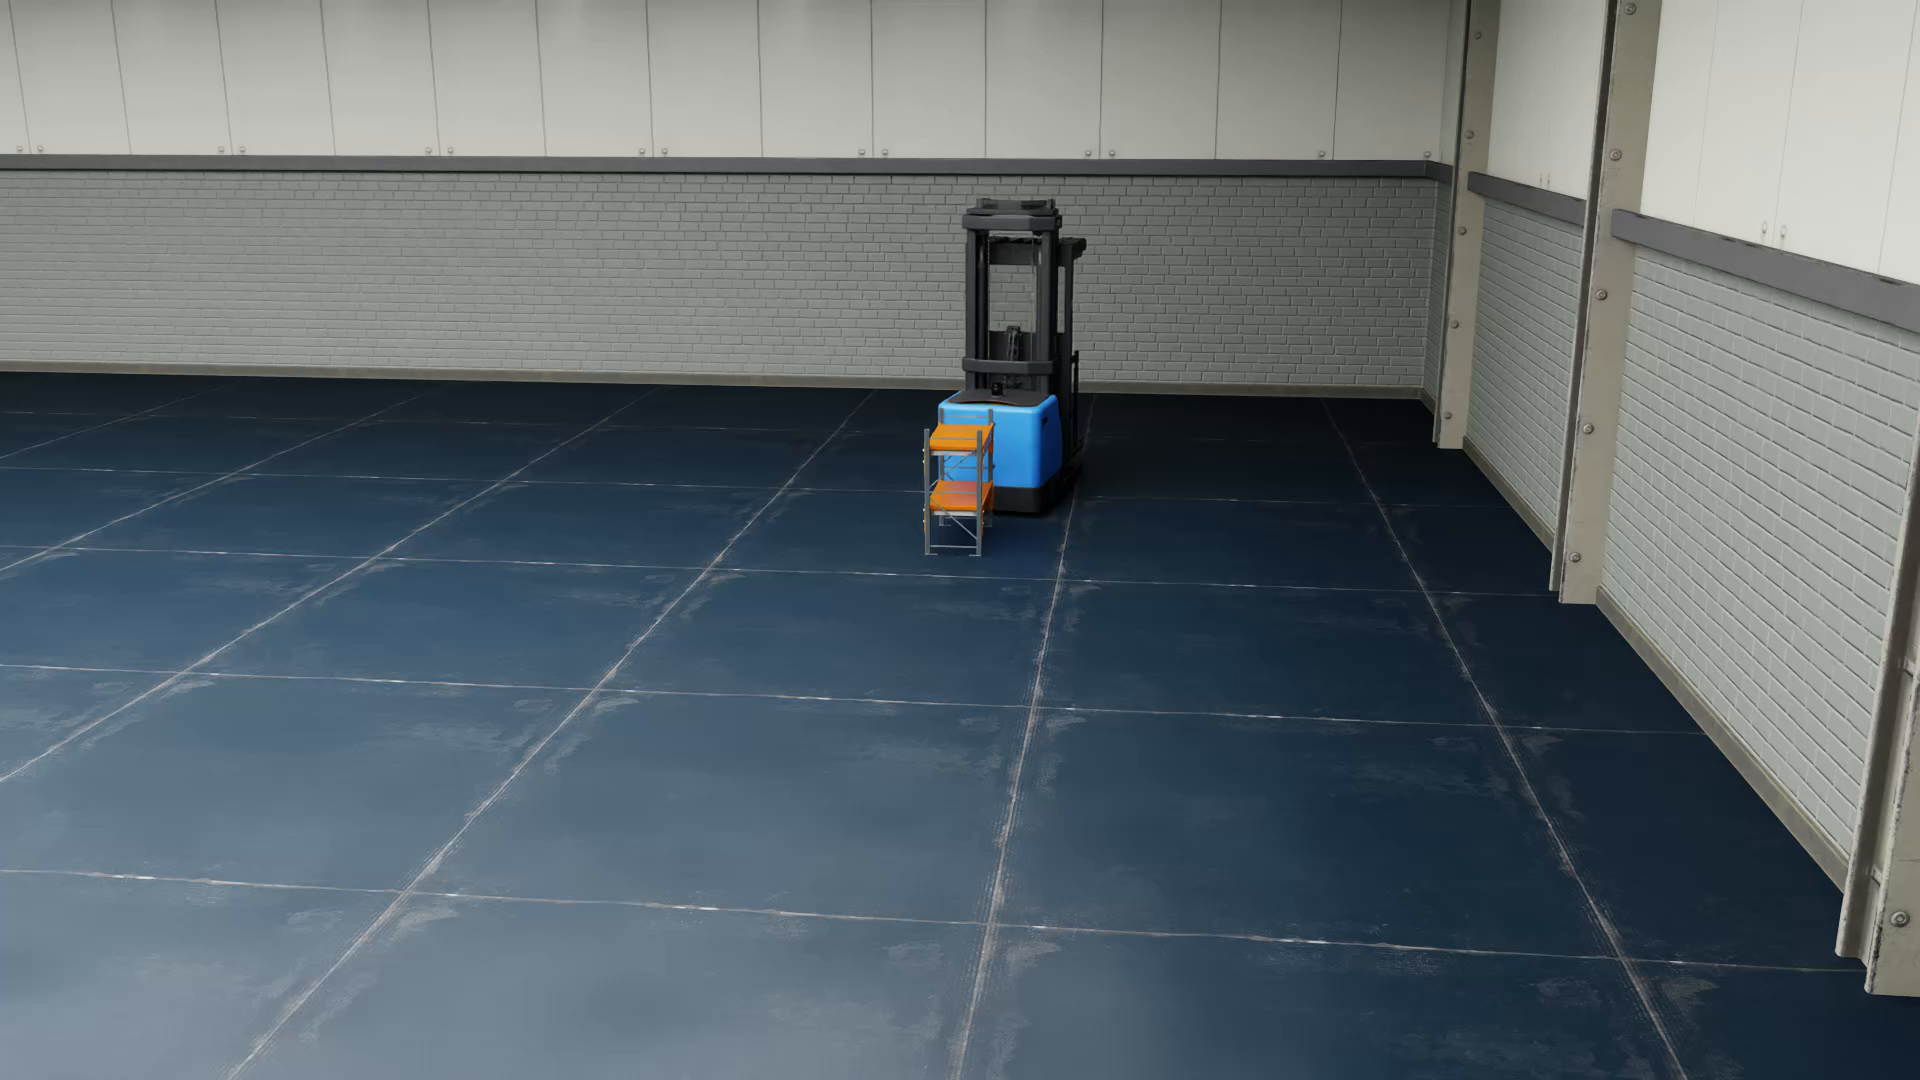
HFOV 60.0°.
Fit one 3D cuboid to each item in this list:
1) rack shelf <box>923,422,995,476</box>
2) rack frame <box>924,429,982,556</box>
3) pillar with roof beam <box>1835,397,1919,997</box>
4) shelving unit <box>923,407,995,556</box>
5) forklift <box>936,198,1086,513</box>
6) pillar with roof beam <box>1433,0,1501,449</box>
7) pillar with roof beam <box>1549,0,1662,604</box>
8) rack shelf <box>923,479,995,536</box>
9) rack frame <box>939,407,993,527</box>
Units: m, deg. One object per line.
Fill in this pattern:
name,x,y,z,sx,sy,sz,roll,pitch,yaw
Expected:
rack shelf,-0.001,-0.824,14.932,0.538,0.278,1.000,2,15,6
rack frame,-0.058,-0.409,14.521,0.500,1.125,0.032,2,15,6
pillar with roof beam,0.021,-2.458,7.013,9.100,9.000,0.400,2,15,6
shelving unit,-0.001,-0.541,15.009,0.538,1.125,1.048,2,15,6
forklift,0.656,-2.017,17.005,1.130,2.935,3.031,4,16,15
pillar with roof beam,1.375,-5.570,18.523,9.100,9.000,0.400,2,15,6
pillar with roof beam,0.698,-4.014,12.768,9.100,9.000,0.400,2,15,6
rack shelf,-0.001,-0.305,15.073,0.538,0.278,1.000,2,15,6
rack frame,0.057,-0.673,15.496,0.500,1.125,0.032,2,15,6
